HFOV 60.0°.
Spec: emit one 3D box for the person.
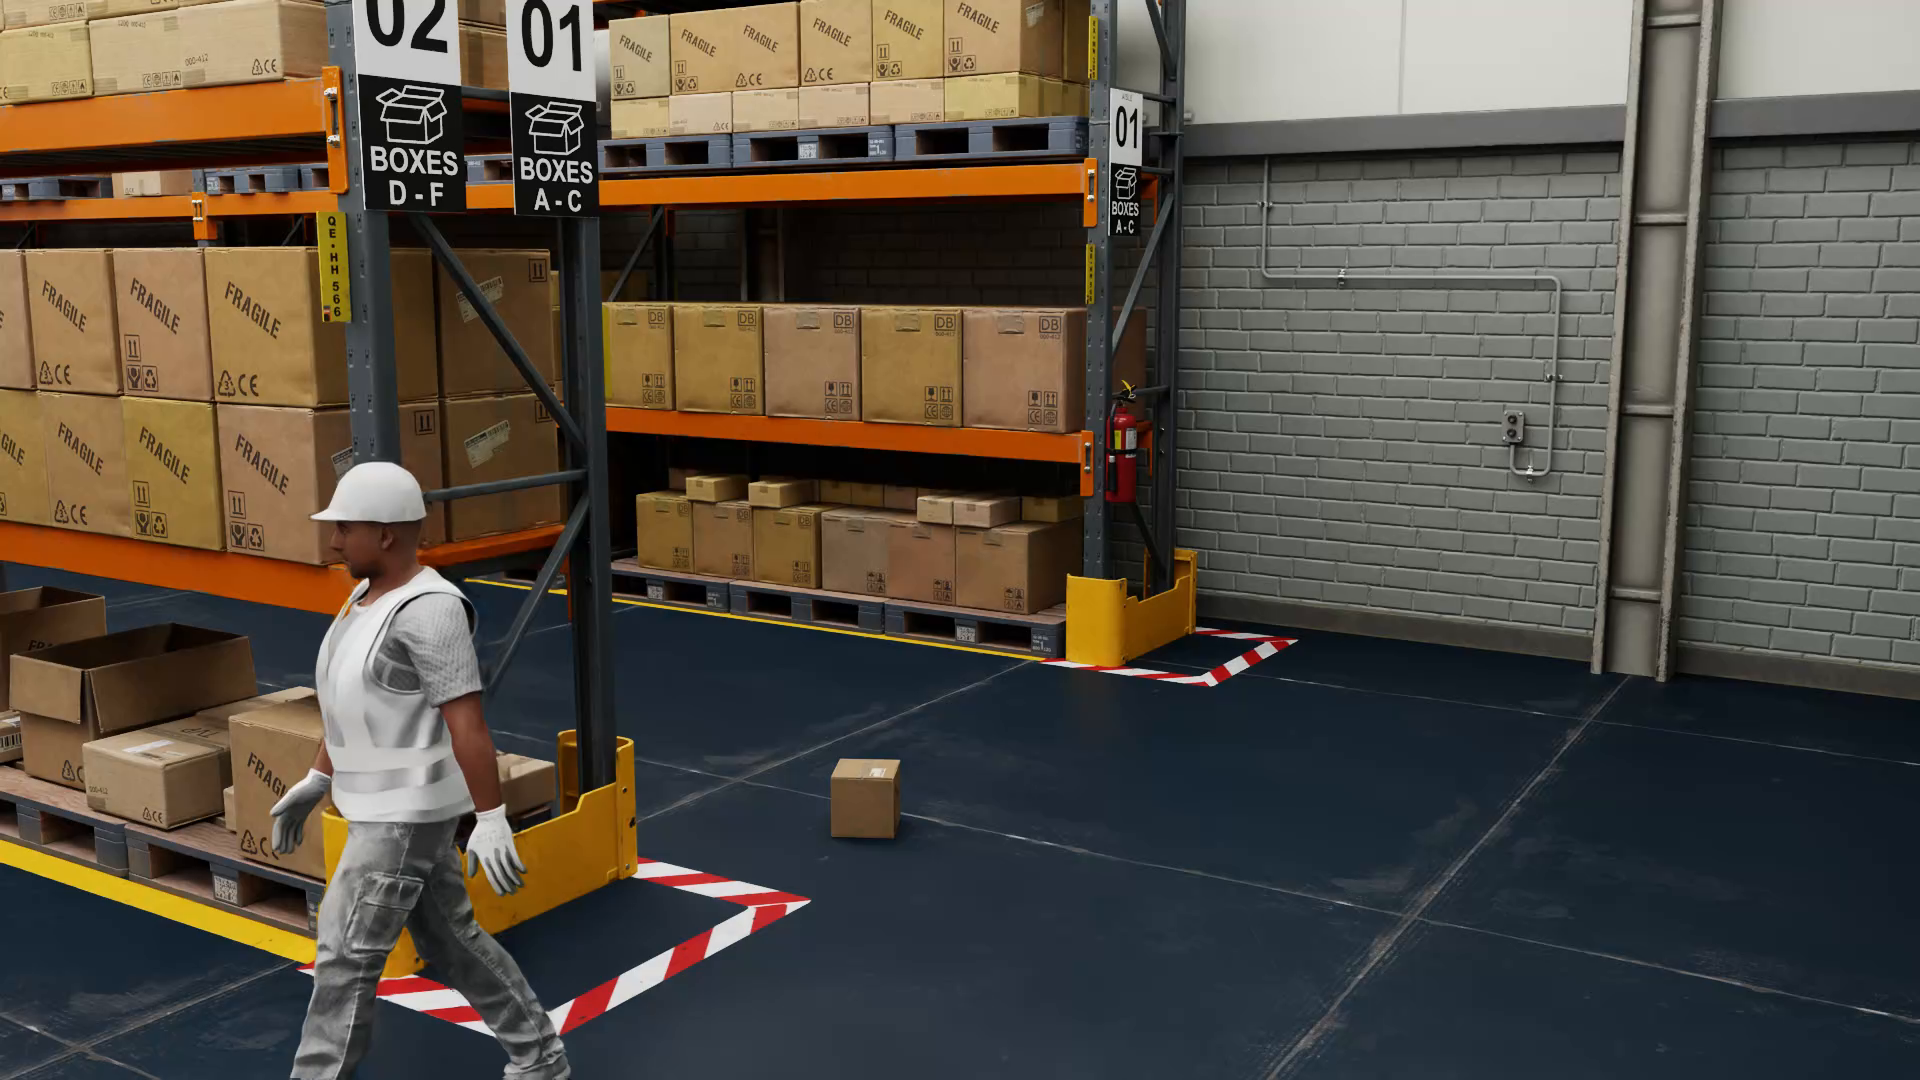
[{"bbox_3d":[-1.481,0.677,4.145,0.977,1.730,0.646,-5,11,-28],"label":"person"}]
